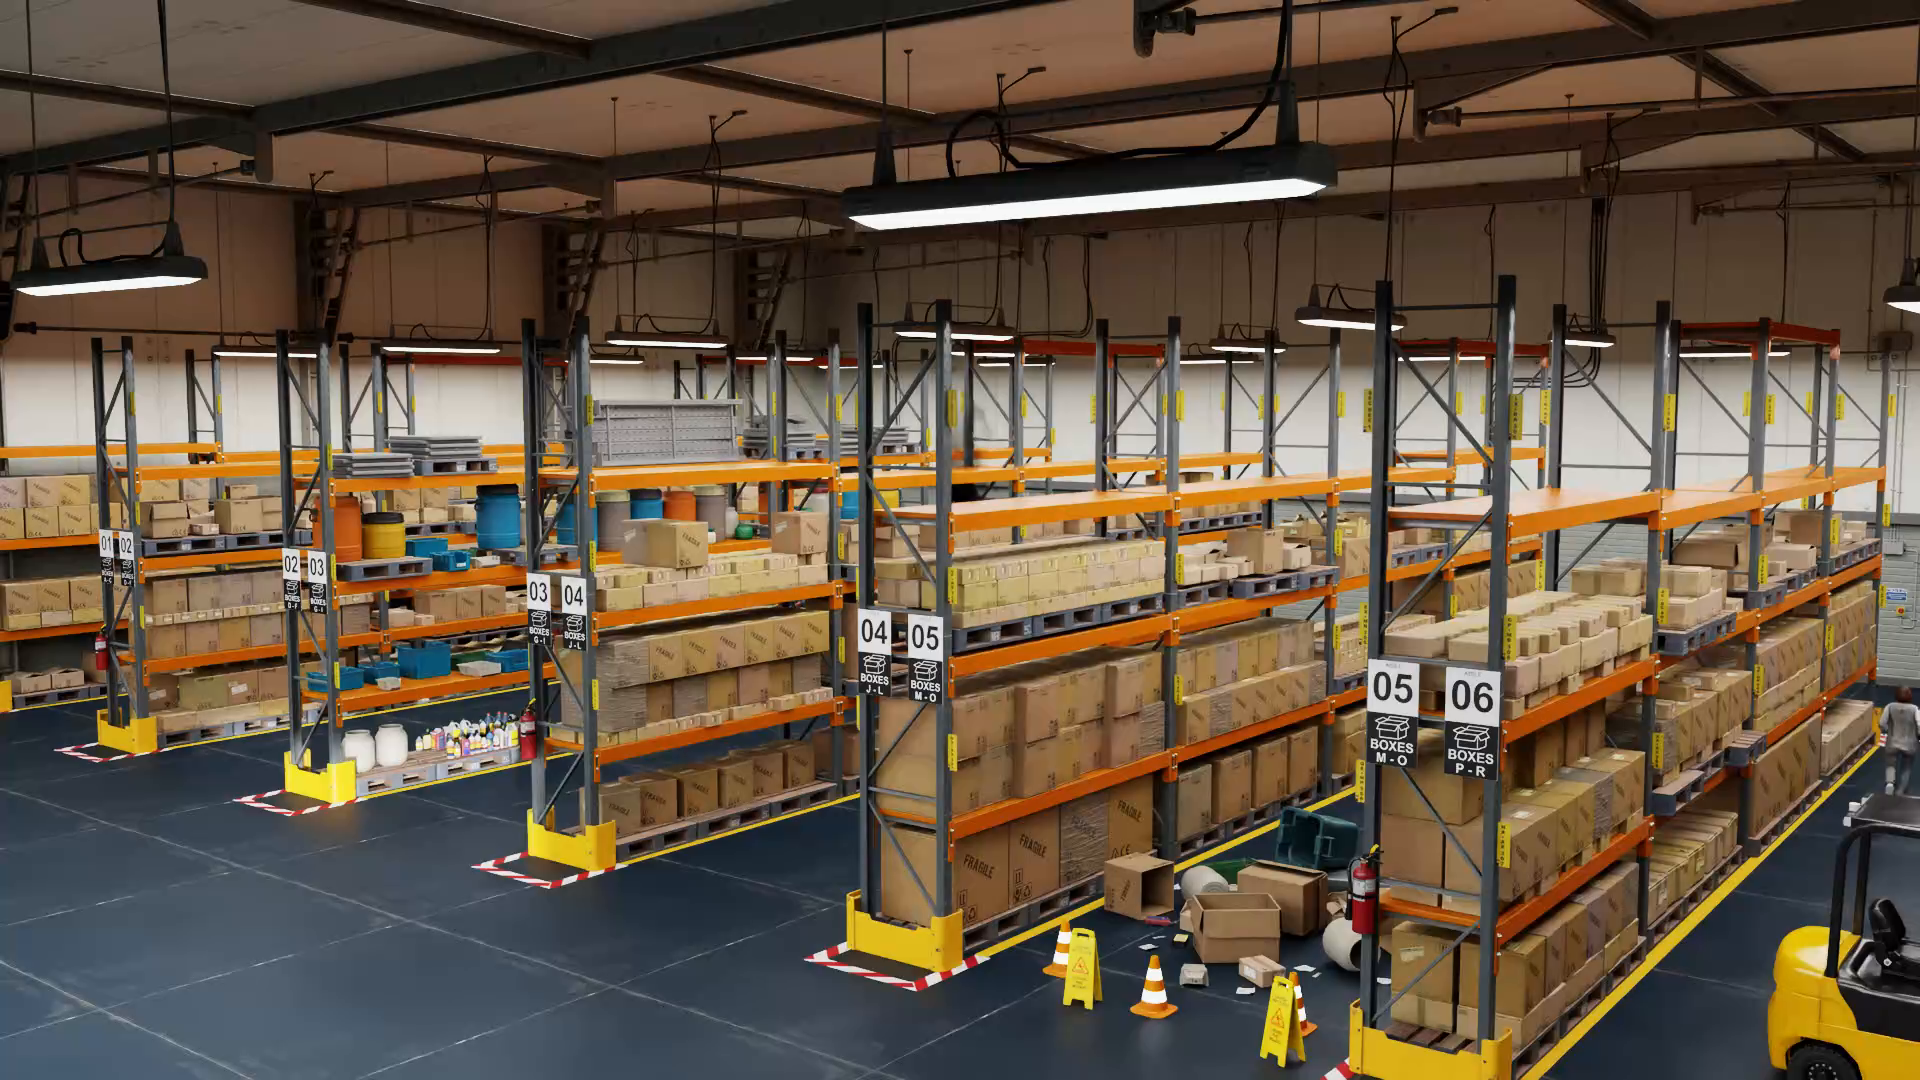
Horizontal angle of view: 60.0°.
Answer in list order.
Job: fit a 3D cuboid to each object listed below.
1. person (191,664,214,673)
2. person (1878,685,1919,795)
[{"bbox_3d":[-12.331,1.929,27.293,0.673,1.699,0.944,3,6,33],"label":"person"},{"bbox_3d":[11.767,2.583,20.787,0.536,1.549,0.568,3,6,34],"label":"person"}]
